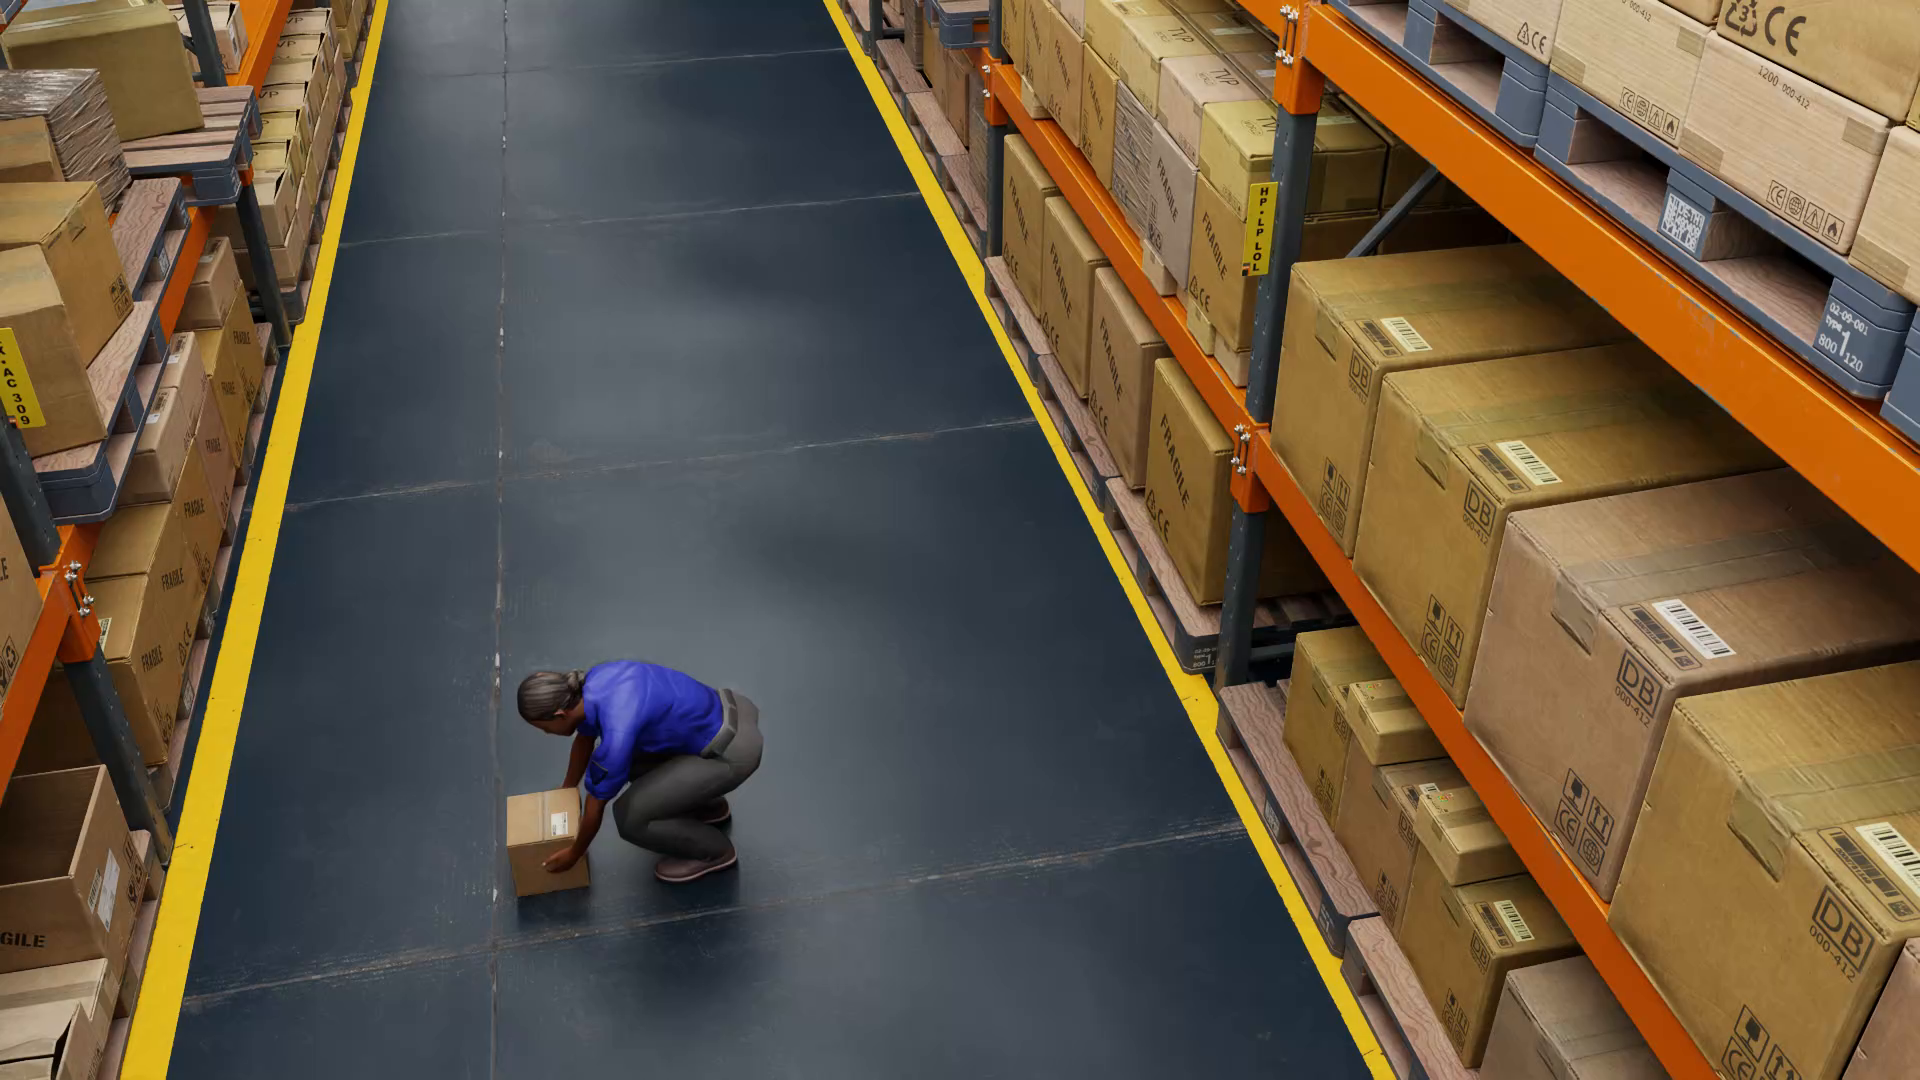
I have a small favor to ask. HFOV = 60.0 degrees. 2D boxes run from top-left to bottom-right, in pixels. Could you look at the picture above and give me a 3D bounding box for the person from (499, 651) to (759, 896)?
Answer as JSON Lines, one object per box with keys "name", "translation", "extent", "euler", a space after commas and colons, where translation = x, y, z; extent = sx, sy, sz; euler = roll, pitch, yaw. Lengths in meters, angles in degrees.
{"name": "person", "translation": [-1.117, 0.803, 5.753], "extent": [0.871, 0.803, 0.471], "euler": [-9, 36, -12]}
